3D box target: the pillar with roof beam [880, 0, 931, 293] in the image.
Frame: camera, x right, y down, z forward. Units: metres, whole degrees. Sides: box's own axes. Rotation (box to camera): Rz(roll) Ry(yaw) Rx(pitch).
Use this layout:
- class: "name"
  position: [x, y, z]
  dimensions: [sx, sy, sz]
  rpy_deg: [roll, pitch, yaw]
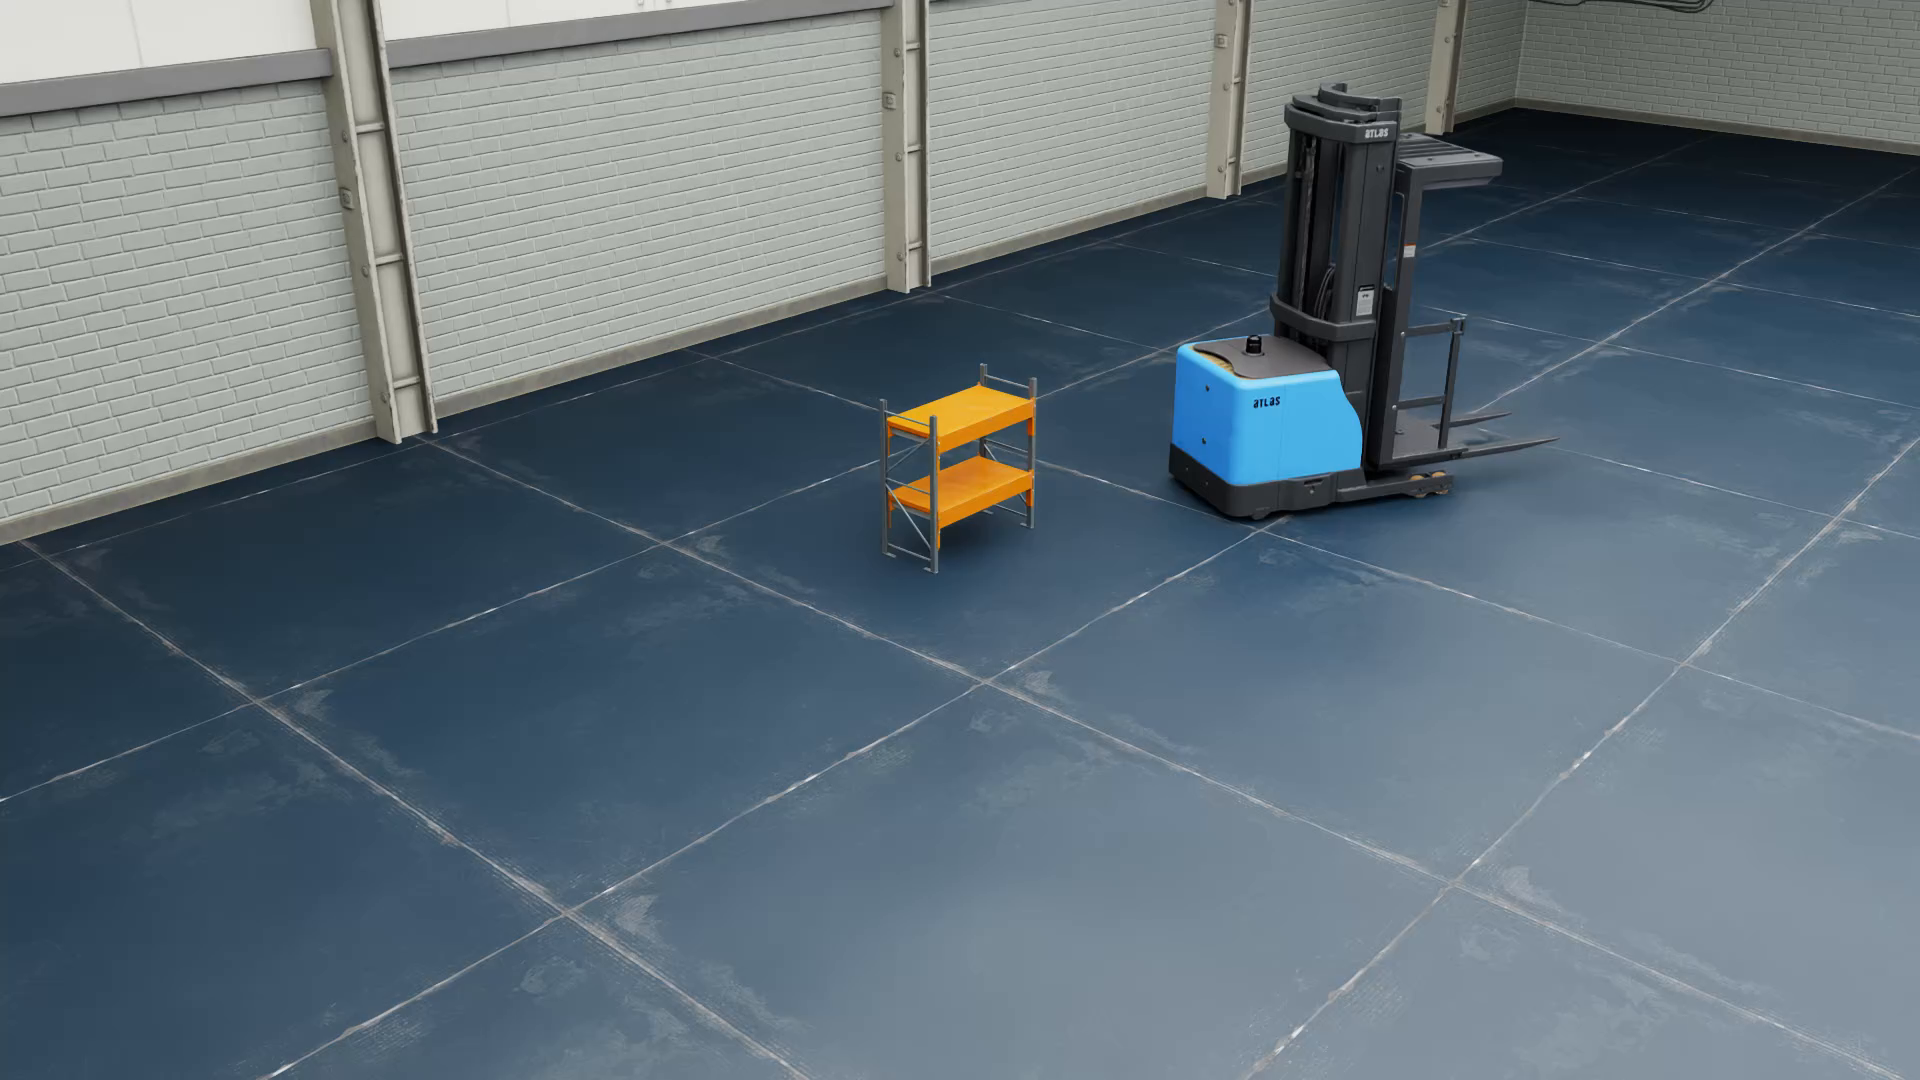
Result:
- class: "pillar with roof beam"
  position: [2.654, -5.637, 13.324]
  dimensions: [9.100, 9.000, 0.400]
  rpy_deg: [20, 31, 38]

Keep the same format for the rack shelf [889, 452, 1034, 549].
- class: "rack shelf"
  position: [-0.005, -0.288, 11.615]
  dimensions: [0.538, 0.278, 1.000]
  rpy_deg: [20, 31, 38]

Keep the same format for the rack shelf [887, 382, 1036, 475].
- class: "rack shelf"
  position: [-0.005, -0.778, 11.396]
  dimensions: [0.538, 0.278, 1.000]
  rpy_deg: [20, 31, 38]

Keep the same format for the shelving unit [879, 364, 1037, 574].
- class: "shelving unit"
  position: [-0.005, -0.511, 11.515]
  dimensions: [0.538, 1.125, 1.048]
  rpy_deg: [20, 31, 38]

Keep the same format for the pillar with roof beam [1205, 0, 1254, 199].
- class: "pillar with roof beam"
  position: [6.658, -7.465, 17.401]
  dimensions: [9.100, 9.000, 0.400]
  rpy_deg: [20, 31, 38]

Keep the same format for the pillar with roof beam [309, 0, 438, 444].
- class: "pillar with roof beam"
  position: [-1.351, -3.809, 9.247]
  dimensions: [9.100, 9.000, 0.400]
  rpy_deg: [20, 31, 38]

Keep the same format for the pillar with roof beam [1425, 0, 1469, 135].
- class: "pillar with roof beam"
  position: [10.663, -9.293, 21.478]
  dimensions: [9.100, 9.000, 0.400]
  rpy_deg: [20, 31, 38]

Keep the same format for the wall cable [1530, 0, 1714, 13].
- class: "wall cable"
  position: [10.408, -9.589, 25.932]
  dimensions: [3.097, 2.526, 0.112]
  rpy_deg: [20, 31, 38]

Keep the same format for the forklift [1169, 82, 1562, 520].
- class: "forklift"
  position: [3.172, -1.844, 12.281]
  dimensions: [3.031, 2.935, 1.130]
  rpy_deg: [-9, 26, -19]

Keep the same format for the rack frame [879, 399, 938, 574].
- class: "rack frame"
  position: [-0.344, -0.356, 11.170]
  dimensions: [0.500, 1.125, 0.032]
  rpy_deg: [20, 31, 38]

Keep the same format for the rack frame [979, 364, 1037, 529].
- class: "rack frame"
  position: [0.335, -0.666, 11.861]
  dimensions: [0.500, 1.125, 0.032]
  rpy_deg: [20, 31, 38]
